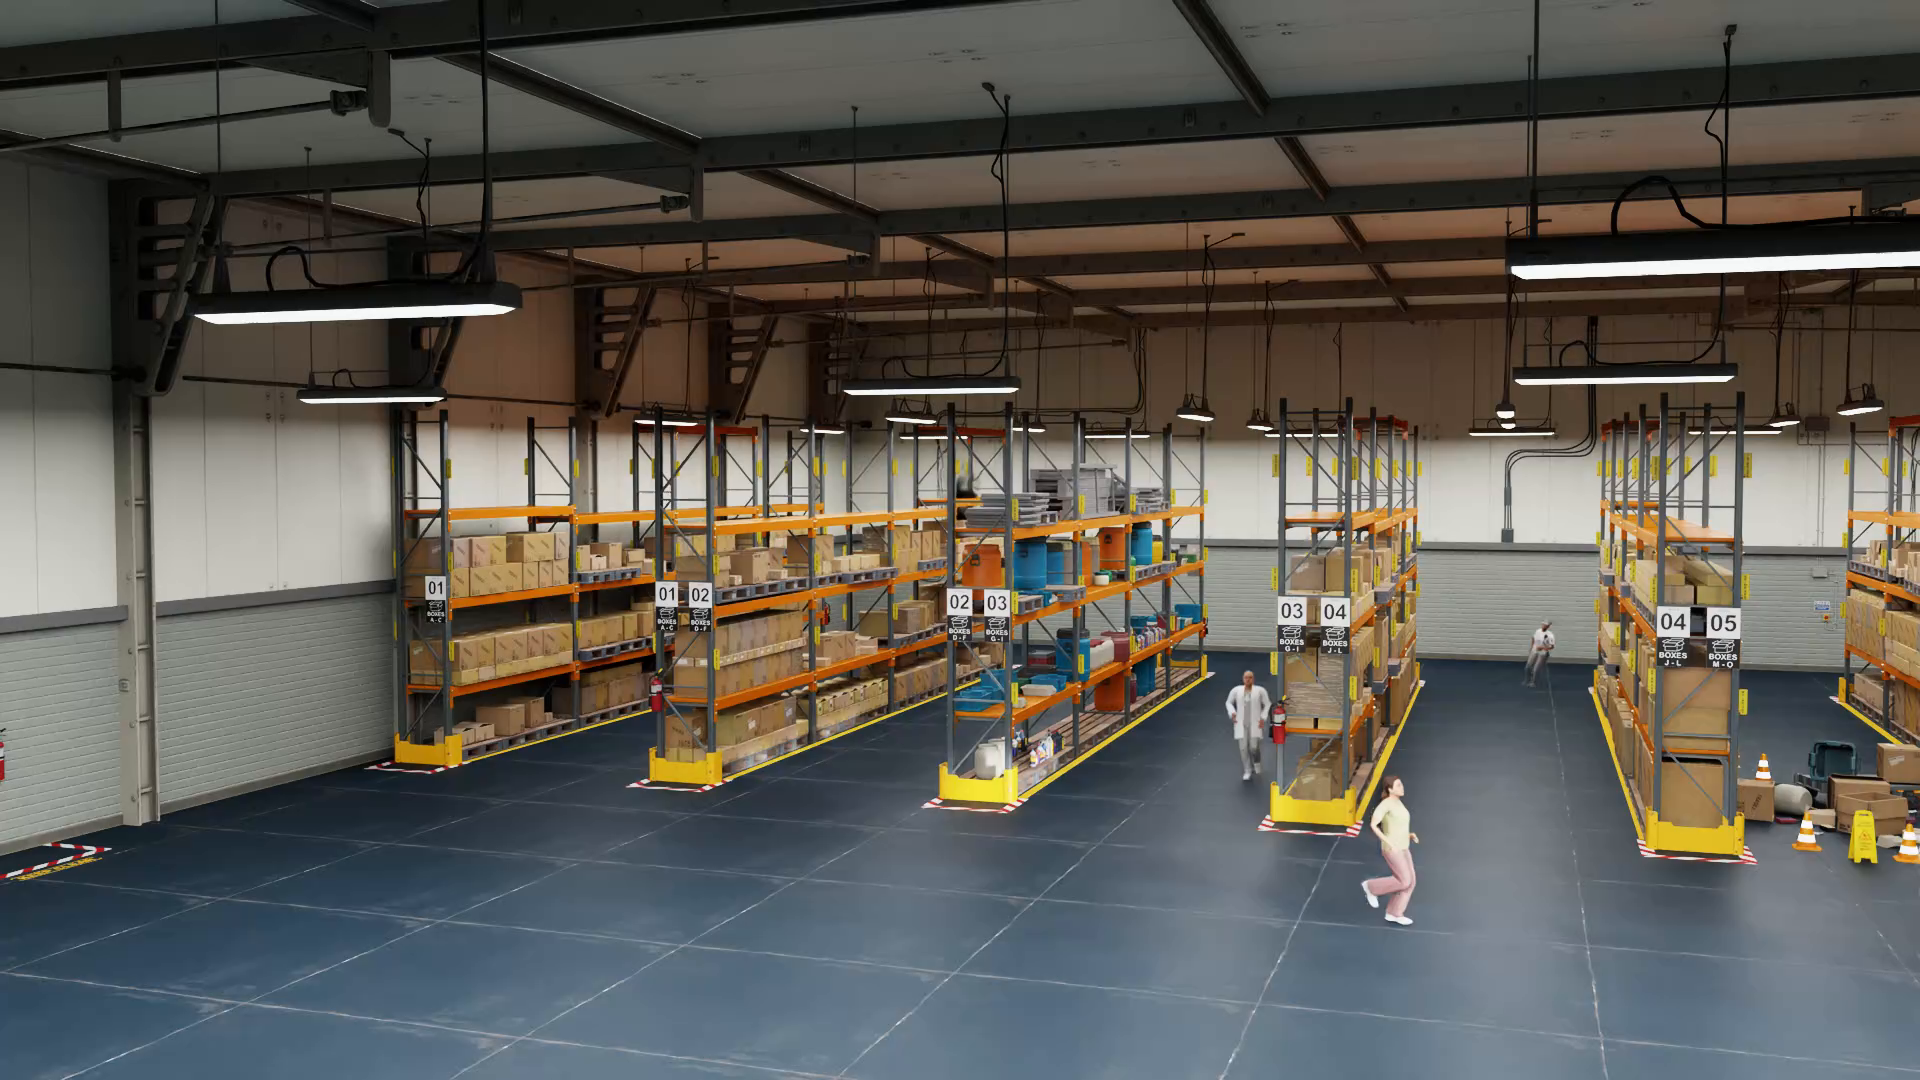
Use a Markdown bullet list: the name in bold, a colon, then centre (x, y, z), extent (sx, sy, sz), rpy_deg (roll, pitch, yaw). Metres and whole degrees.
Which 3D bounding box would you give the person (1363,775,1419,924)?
- **person**: centre (4.762, 3.404, 18.380), extent (0.565, 1.626, 0.581), rpy_deg (2, 3, 41)

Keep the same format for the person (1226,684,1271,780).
- **person**: centre (4.649, 3.080, 26.890), extent (0.718, 1.541, 0.580), rpy_deg (1, 3, 18)

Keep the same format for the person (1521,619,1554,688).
- **person**: centre (13.131, 2.588, 37.819), extent (0.768, 1.621, 0.624), rpy_deg (2, 3, 37)
